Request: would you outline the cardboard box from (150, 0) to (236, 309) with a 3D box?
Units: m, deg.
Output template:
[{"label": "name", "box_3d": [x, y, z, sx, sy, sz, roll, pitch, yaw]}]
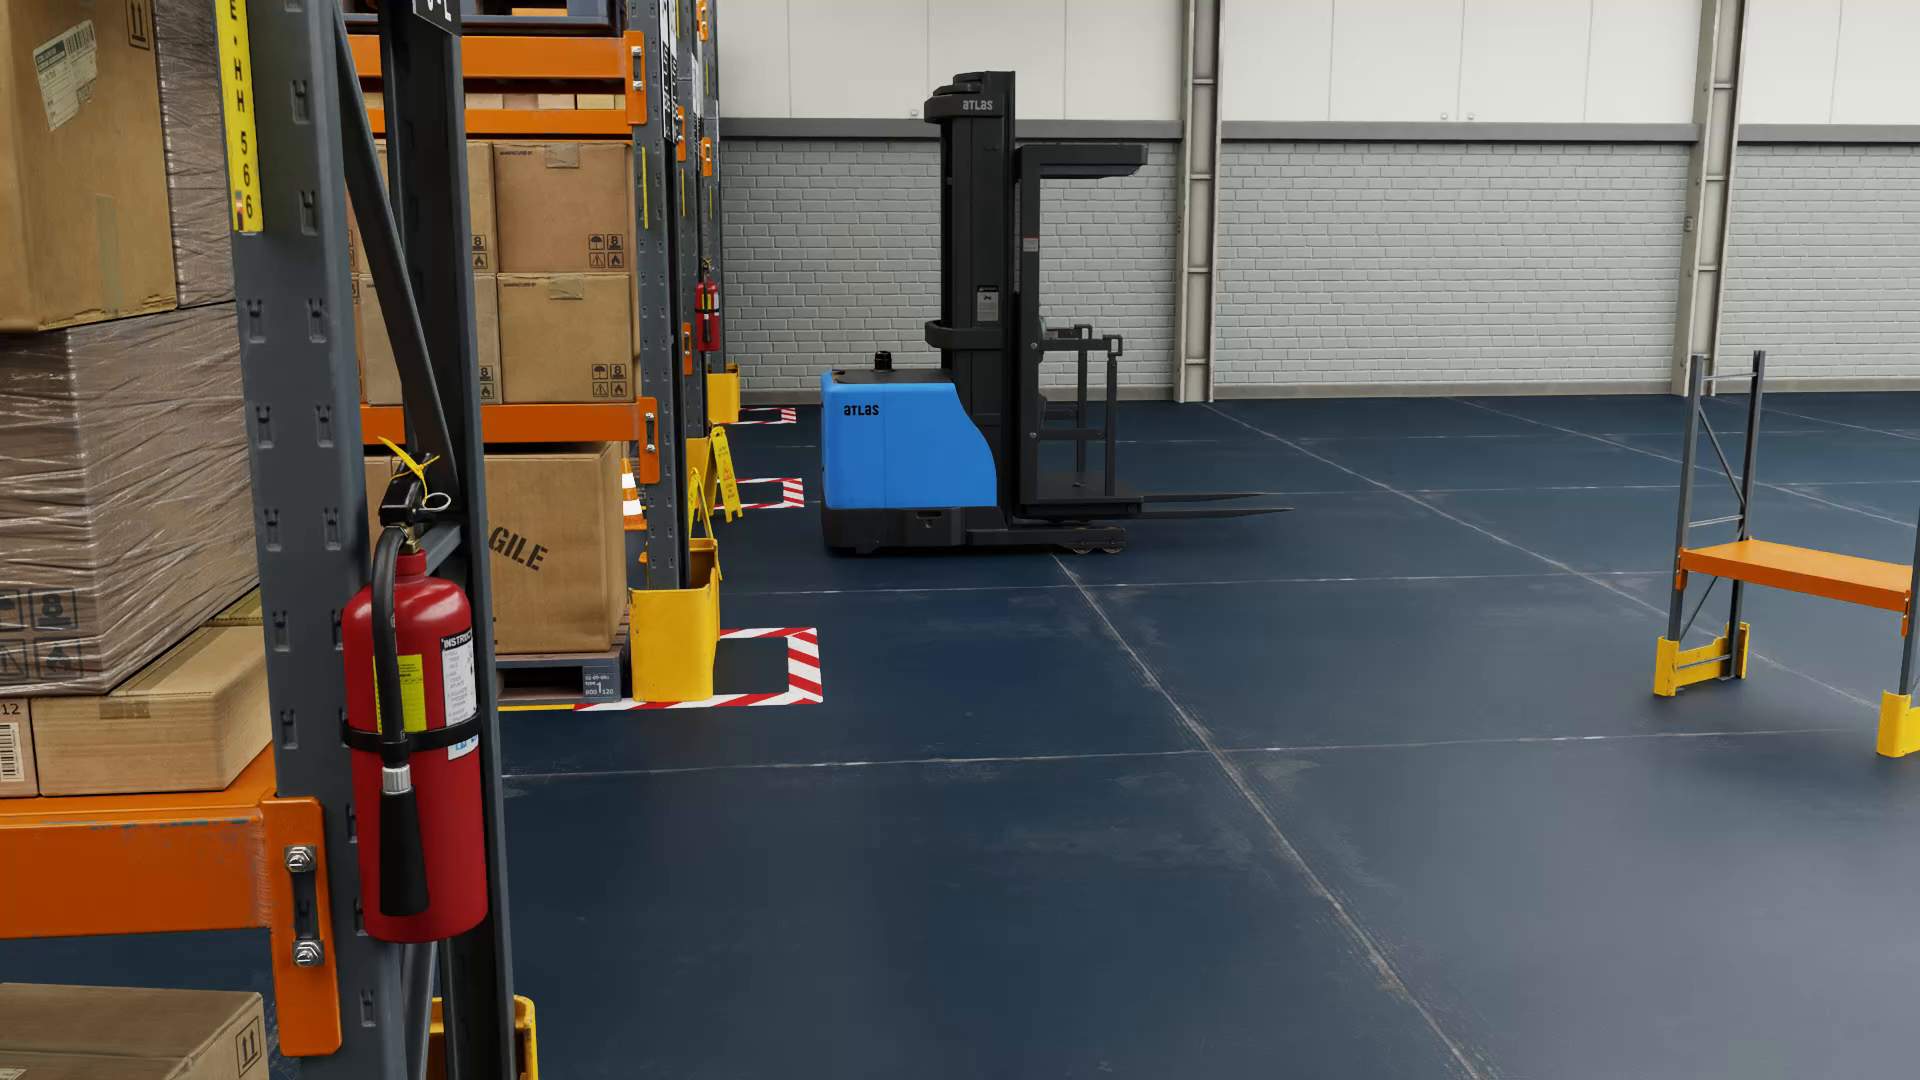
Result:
[{"label": "cardboard box", "box_3d": [-1.488, -0.648, 2.767, 0.500, 0.500, 0.500, -1, 11, -6]}]

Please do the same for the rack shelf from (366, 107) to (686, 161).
[{"label": "rack shelf", "box_3d": [-3.970, -2.899, 11.929, 4.000, 0.370, 1.077, -1, 11, -6]}]

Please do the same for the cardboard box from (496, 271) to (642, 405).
[{"label": "cardboard box", "box_3d": [-1.711, -0.932, 7.445, 0.550, 0.550, 0.875, -1, 11, -6]}]

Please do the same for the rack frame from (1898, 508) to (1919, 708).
[{"label": "rack frame", "box_3d": [3.900, 0.085, 6.547, 0.500, 1.500, 0.032, -7, 13, -32]}]

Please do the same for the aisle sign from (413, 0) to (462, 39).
[{"label": "aisle sign", "box_3d": [-0.883, -1.256, 2.742, 0.004, 0.787, 0.394, -1, 11, -6]}]

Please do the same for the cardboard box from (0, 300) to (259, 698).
[{"label": "cardboard box", "box_3d": [-1.462, -0.111, 2.624, 0.500, 0.500, 0.875, -1, 11, -6]}]

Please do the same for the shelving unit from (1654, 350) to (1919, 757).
[{"label": "shelving unit", "box_3d": [3.621, 0.001, 6.975, 0.587, 1.500, 1.083, -7, 13, -32]}]

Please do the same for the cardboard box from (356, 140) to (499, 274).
[{"label": "cardboard box", "box_3d": [-2.257, -1.449, 7.275, 0.550, 0.550, 0.875, -1, 11, -6]}]

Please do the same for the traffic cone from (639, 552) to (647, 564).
[{"label": "traffic cone", "box_3d": [-1.812, -0.115, 10.255, 0.334, 0.463, 0.336, -1, 11, -6]}]

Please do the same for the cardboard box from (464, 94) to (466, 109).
[{"label": "cardboard box", "box_3d": [-3.583, -3.088, 11.677, 0.250, 0.149, 0.380, -2, 11, -8]}]

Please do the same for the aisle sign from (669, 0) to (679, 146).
[{"label": "aisle sign", "box_3d": [-1.309, -2.210, 7.592, 0.004, 0.787, 0.394, -1, 11, -6]}]

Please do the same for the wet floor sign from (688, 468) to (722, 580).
[{"label": "wet floor sign", "box_3d": [-1.532, -0.100, 9.705, 0.232, 0.644, 0.267, -3, 12, -16]}]

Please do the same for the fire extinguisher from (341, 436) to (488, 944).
[{"label": "fire extinguisher", "box_3d": [-0.748, 0.202, 2.264, 0.183, 0.674, 0.296, -1, 11, -6]}]

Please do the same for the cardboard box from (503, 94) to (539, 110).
[{"label": "cardboard box", "box_3d": [-3.077, -3.107, 11.770, 0.250, 0.149, 0.380, -1, 11, -6]}]

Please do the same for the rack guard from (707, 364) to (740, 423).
[{"label": "rack guard", "box_3d": [-2.498, -1.548, 17.446, 0.348, 0.500, 1.175, -1, 11, -6]}]

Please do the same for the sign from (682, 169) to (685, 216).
[{"label": "sign", "box_3d": [-1.942, -2.439, 11.675, 0.005, 0.325, 0.100, -1, 11, -6]}]

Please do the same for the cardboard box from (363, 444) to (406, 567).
[{"label": "cardboard box", "box_3d": [-2.889, 0.007, 7.476, 0.875, 0.875, 0.875, -1, 11, -7]}]

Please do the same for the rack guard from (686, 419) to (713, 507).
[{"label": "rack guard", "box_3d": [-2.058, -0.594, 12.594, 0.348, 0.500, 1.175, -1, 11, -6]}]

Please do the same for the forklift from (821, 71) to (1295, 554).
[{"label": "forklift", "box_3d": [0.620, -1.451, 10.653, 3.031, 2.935, 1.130, -1, 11, -6]}]

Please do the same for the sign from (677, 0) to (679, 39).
[{"label": "sign", "box_3d": [-1.942, -3.622, 11.443, 0.005, 0.325, 0.100, -1, 11, -6]}]

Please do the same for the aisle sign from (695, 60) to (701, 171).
[{"label": "aisle sign", "box_3d": [-1.954, -3.159, 12.419, 0.004, 0.787, 0.394, -1, 11, -6]}]

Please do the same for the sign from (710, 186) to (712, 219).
[{"label": "sign", "box_3d": [-2.477, -3.354, 16.537, 0.005, 0.325, 0.100, -1, 11, -6]}]

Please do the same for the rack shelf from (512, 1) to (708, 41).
[{"label": "rack shelf", "box_3d": [-4.510, -5.127, 16.520, 4.000, 0.370, 1.077, -1, 11, -6]}]

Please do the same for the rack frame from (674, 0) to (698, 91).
[{"label": "rack frame", "box_3d": [-1.982, -4.766, 11.782, 0.127, 3.000, 1.000, -1, 11, -6]}]

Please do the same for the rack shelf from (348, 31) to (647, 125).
[{"label": "rack shelf", "box_3d": [-3.335, -1.952, 7.111, 4.000, 0.370, 1.077, -1, 11, -6]}]

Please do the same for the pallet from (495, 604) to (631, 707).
[{"label": "pallet", "box_3d": [-2.133, 0.525, 7.651, 1.213, 0.211, 1.003, -1, 11, -6]}]

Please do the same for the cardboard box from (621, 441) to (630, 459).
[{"label": "cardboard box", "box_3d": [-2.814, -0.715, 12.770, 0.500, 0.250, 0.500, -1, 11, -7]}]

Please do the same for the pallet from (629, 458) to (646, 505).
[{"label": "pallet", "box_3d": [-2.869, -0.442, 12.570, 1.213, 0.211, 1.003, -1, 11, -6]}]

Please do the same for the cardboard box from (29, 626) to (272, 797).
[{"label": "cardboard box", "box_3d": [-1.173, 0.247, 2.487, 0.250, 0.149, 0.380, -1, 11, -6]}]

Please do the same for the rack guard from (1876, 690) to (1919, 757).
[{"label": "rack guard", "box_3d": [3.890, 0.695, 6.684, 0.587, 0.250, 0.087, -7, 13, -32]}]

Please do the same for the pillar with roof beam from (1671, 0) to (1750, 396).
[{"label": "pillar with roof beam", "box_3d": [9.083, -5.300, 14.501, 0.400, 9.000, 9.100, -1, 11, -6]}]

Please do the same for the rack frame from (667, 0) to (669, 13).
[{"label": "rack frame", "box_3d": [-1.347, -3.819, 6.964, 0.127, 3.000, 1.000, -1, 11, -6]}]

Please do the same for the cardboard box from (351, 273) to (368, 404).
[{"label": "cardboard box", "box_3d": [-2.826, -0.929, 7.429, 0.550, 0.550, 0.875, -1, 11, -6]}]

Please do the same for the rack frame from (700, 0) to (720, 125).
[{"label": "rack frame", "box_3d": [-2.522, -5.718, 16.624, 0.127, 3.000, 1.000, -1, 11, -6]}]

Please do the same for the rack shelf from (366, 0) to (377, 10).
[{"label": "rack shelf", "box_3d": [-2.900, -0.999, 2.262, 4.000, 0.370, 1.077, -1, 11, -6]}]

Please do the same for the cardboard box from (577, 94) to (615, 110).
[{"label": "cardboard box", "box_3d": [-2.550, -3.098, 11.727, 0.250, 0.149, 0.380, -1, 11, -6]}]
